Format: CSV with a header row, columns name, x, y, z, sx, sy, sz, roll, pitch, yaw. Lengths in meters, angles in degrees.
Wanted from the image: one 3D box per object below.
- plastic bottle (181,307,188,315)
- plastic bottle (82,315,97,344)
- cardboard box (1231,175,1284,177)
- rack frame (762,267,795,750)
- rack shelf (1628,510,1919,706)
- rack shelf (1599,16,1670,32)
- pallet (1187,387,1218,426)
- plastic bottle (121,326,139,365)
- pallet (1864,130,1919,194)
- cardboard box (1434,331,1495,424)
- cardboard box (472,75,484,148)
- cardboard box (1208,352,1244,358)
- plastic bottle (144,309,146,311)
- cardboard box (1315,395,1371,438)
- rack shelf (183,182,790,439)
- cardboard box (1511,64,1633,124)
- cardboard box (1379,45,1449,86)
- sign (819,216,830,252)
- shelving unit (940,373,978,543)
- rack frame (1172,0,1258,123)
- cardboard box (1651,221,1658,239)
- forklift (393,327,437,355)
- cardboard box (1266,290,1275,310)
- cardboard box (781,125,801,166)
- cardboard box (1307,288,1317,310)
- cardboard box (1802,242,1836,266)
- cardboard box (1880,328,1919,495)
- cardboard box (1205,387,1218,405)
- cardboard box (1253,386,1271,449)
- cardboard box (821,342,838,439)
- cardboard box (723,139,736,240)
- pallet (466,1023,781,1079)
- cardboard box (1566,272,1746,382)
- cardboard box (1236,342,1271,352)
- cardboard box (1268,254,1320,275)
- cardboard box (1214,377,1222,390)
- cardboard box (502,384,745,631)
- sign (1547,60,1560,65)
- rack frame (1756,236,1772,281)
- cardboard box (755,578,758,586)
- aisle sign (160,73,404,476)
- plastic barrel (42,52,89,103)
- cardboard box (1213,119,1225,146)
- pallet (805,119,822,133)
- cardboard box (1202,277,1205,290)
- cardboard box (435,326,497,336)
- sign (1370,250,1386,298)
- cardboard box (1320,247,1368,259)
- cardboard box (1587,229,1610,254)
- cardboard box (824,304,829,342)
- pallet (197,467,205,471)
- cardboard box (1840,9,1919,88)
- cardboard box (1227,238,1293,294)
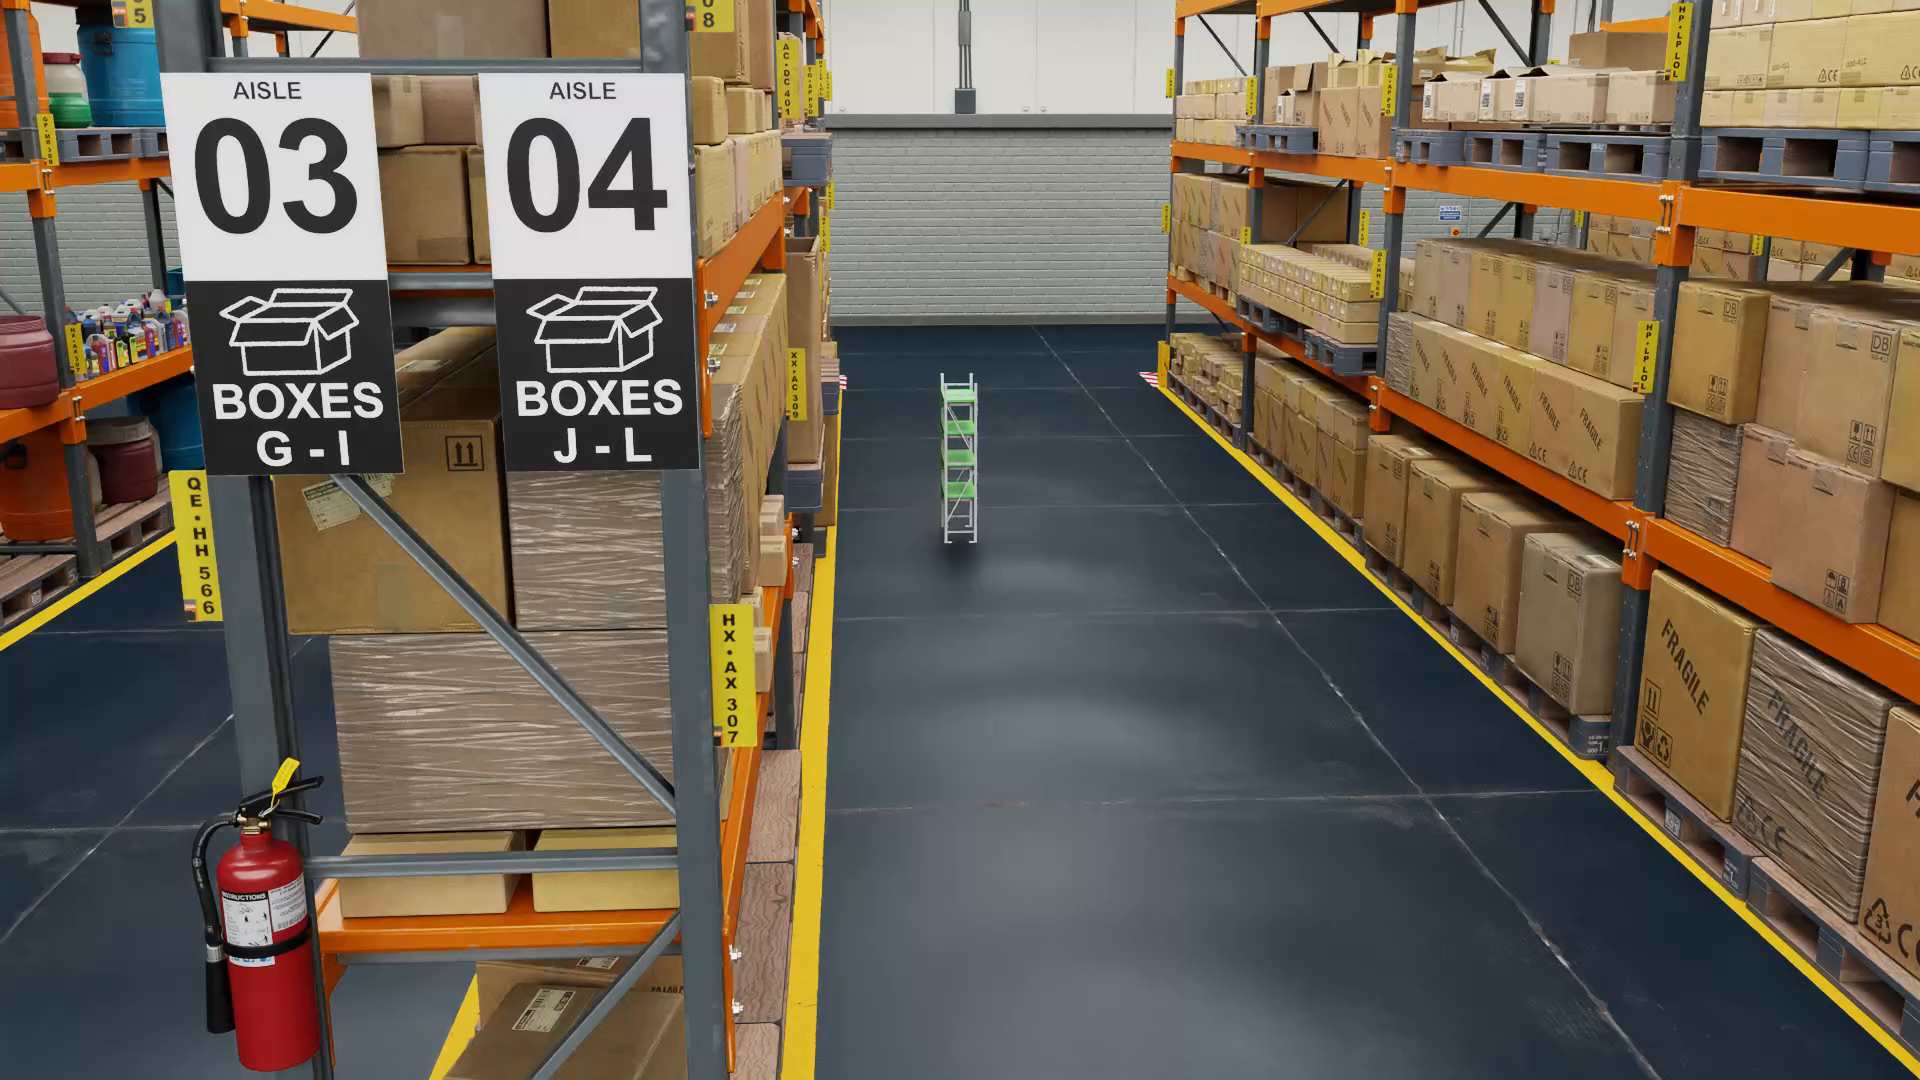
name,x,y,z,sx,sy,sz,roll,pitch,yaw
plastic bottle,-6.315,-1.781,13.677,0.152,0.276,0.135,-1,14,-3
plastic bottle,-6.868,-1.637,13.127,0.097,0.271,0.097,0,14,0
cardboard box,3.236,-3.747,18.266,0.500,0.500,0.500,-1,14,-5
rack frame,-1.285,-0.271,7.559,1.000,3.000,0.127,-1,14,-3
rack shelf,3.795,0.524,5.915,1.077,0.370,4.000,-1,14,-3
rack shelf,7.986,-5.274,17.211,1.077,0.370,4.000,-1,14,-3
pallet,3.020,-1.432,17.668,1.003,0.211,1.213,-1,14,-3
plastic bottle,-6.187,-1.452,12.382,0.061,0.283,0.133,-1,14,-3
pallet,3.784,-1.226,5.428,1.003,0.211,1.213,-1,14,-3
cardboard box,3.247,-0.998,10.183,0.500,0.500,0.500,-1,14,-3
cardboard box,-0.824,-0.921,3.567,0.380,0.149,0.250,-1,14,-4
cardboard box,2.834,-1.894,17.551,0.380,0.149,0.250,-1,14,-3
plastic bottle,-7.094,-1.928,14.399,0.097,0.201,0.097,0,14,0
cardboard box,3.077,-0.964,12.923,0.500,0.250,0.500,-1,14,-3
rack shelf,-1.161,-0.878,5.341,1.077,0.370,4.000,-1,14,-3
cardboard box,3.343,-2.416,9.012,0.500,0.311,0.500,-1,14,-5
cardboard box,3.139,-3.285,11.519,0.396,0.266,0.258,-1,14,-3
sign,-1.240,-2.793,15.199,0.100,0.325,0.005,-1,14,-3
shelving unit,-0.010,-0.622,12.537,0.258,1.200,0.503,-1,14,-3
rack frame,2.928,-6.212,18.610,1.000,3.000,0.127,-1,14,-3
cardboard box,7.718,-3.437,17.656,0.500,0.500,0.500,-1,14,-3
forklift,-3.379,-1.105,10.938,1.130,2.935,3.031,-1,14,-2
cardboard box,2.806,-2.032,14.064,0.380,0.149,0.250,-2,15,-6
cardboard box,-1.186,-2.283,9.661,0.500,0.250,0.500,0,14,-2
cardboard box,2.886,-1.852,12.771,0.380,0.149,0.250,-1,14,-3
cardboard box,7.909,-2.706,14.816,0.500,0.500,0.500,-1,14,-4
cardboard box,3.747,-0.422,5.680,0.875,0.550,0.500,-1,14,-3
cardboard box,2.747,-1.484,17.153,0.380,0.149,0.250,-1,14,-4
cardboard box,2.957,-1.117,15.020,0.500,0.500,0.500,0,14,-1
cardboard box,-1.721,-1.276,14.886,1.225,0.875,0.875,-1,14,-3
cardboard box,-0.848,-0.908,4.316,0.500,0.250,0.500,-1,14,-5
pallet,-1.057,1.853,4.900,1.003,0.211,1.213,-1,14,-3
cardboard box,3.601,-1.106,8.598,0.700,0.500,0.500,-1,14,-4
cardboard box,3.267,-2.098,18.347,0.380,0.149,0.250,-1,15,-6
cardboard box,2.807,-2.318,13.982,0.380,0.149,0.250,-1,14,-4
cardboard box,2.823,-1.612,17.055,0.380,0.149,0.250,-1,14,-2
cardboard box,-0.800,-0.094,4.066,0.500,0.500,0.500,-1,14,-3
sign,3.978,-3.065,11.202,0.100,0.325,0.005,-1,14,-3
rack frame,8.110,-2.413,15.886,1.000,3.000,0.127,-1,14,-3
cardboard box,-0.951,0.212,6.188,0.380,0.149,0.250,-1,14,-3
aisle sign,-1.333,-0.515,3.290,0.394,0.787,0.004,-1,14,-3
plastic barrel,-6.737,-3.349,12.389,0.433,0.535,0.433,0,14,0
cardboard box,2.824,-4.060,16.569,0.500,0.250,0.500,-1,14,-4
pallet,-1.821,-3.874,15.720,1.003,0.211,1.213,-1,14,-3
cardboard box,2.768,-2.712,17.551,0.380,0.149,0.250,0,14,-1
cardboard box,-1.406,-0.459,5.485,0.500,0.500,0.500,-1,14,-3
sign,2.882,-1.829,11.449,0.100,0.325,0.005,-1,14,-3
cardboard box,3.413,-2.518,14.760,0.380,0.149,0.250,-1,14,-5
cardboard box,7.605,-3.333,19.259,0.500,0.500,0.500,-1,14,-4
cardboard box,-1.853,-2.045,17.877,0.875,0.875,0.875,-1,14,-3
pallet,-6.718,-0.641,14.593,1.003,0.211,1.213,-1,14,-3
cardboard box,3.487,-1.721,5.837,0.500,0.250,0.500,-1,14,-4
cardboard box,2.864,-2.620,15.892,0.500,0.500,0.500,-1,14,-3
